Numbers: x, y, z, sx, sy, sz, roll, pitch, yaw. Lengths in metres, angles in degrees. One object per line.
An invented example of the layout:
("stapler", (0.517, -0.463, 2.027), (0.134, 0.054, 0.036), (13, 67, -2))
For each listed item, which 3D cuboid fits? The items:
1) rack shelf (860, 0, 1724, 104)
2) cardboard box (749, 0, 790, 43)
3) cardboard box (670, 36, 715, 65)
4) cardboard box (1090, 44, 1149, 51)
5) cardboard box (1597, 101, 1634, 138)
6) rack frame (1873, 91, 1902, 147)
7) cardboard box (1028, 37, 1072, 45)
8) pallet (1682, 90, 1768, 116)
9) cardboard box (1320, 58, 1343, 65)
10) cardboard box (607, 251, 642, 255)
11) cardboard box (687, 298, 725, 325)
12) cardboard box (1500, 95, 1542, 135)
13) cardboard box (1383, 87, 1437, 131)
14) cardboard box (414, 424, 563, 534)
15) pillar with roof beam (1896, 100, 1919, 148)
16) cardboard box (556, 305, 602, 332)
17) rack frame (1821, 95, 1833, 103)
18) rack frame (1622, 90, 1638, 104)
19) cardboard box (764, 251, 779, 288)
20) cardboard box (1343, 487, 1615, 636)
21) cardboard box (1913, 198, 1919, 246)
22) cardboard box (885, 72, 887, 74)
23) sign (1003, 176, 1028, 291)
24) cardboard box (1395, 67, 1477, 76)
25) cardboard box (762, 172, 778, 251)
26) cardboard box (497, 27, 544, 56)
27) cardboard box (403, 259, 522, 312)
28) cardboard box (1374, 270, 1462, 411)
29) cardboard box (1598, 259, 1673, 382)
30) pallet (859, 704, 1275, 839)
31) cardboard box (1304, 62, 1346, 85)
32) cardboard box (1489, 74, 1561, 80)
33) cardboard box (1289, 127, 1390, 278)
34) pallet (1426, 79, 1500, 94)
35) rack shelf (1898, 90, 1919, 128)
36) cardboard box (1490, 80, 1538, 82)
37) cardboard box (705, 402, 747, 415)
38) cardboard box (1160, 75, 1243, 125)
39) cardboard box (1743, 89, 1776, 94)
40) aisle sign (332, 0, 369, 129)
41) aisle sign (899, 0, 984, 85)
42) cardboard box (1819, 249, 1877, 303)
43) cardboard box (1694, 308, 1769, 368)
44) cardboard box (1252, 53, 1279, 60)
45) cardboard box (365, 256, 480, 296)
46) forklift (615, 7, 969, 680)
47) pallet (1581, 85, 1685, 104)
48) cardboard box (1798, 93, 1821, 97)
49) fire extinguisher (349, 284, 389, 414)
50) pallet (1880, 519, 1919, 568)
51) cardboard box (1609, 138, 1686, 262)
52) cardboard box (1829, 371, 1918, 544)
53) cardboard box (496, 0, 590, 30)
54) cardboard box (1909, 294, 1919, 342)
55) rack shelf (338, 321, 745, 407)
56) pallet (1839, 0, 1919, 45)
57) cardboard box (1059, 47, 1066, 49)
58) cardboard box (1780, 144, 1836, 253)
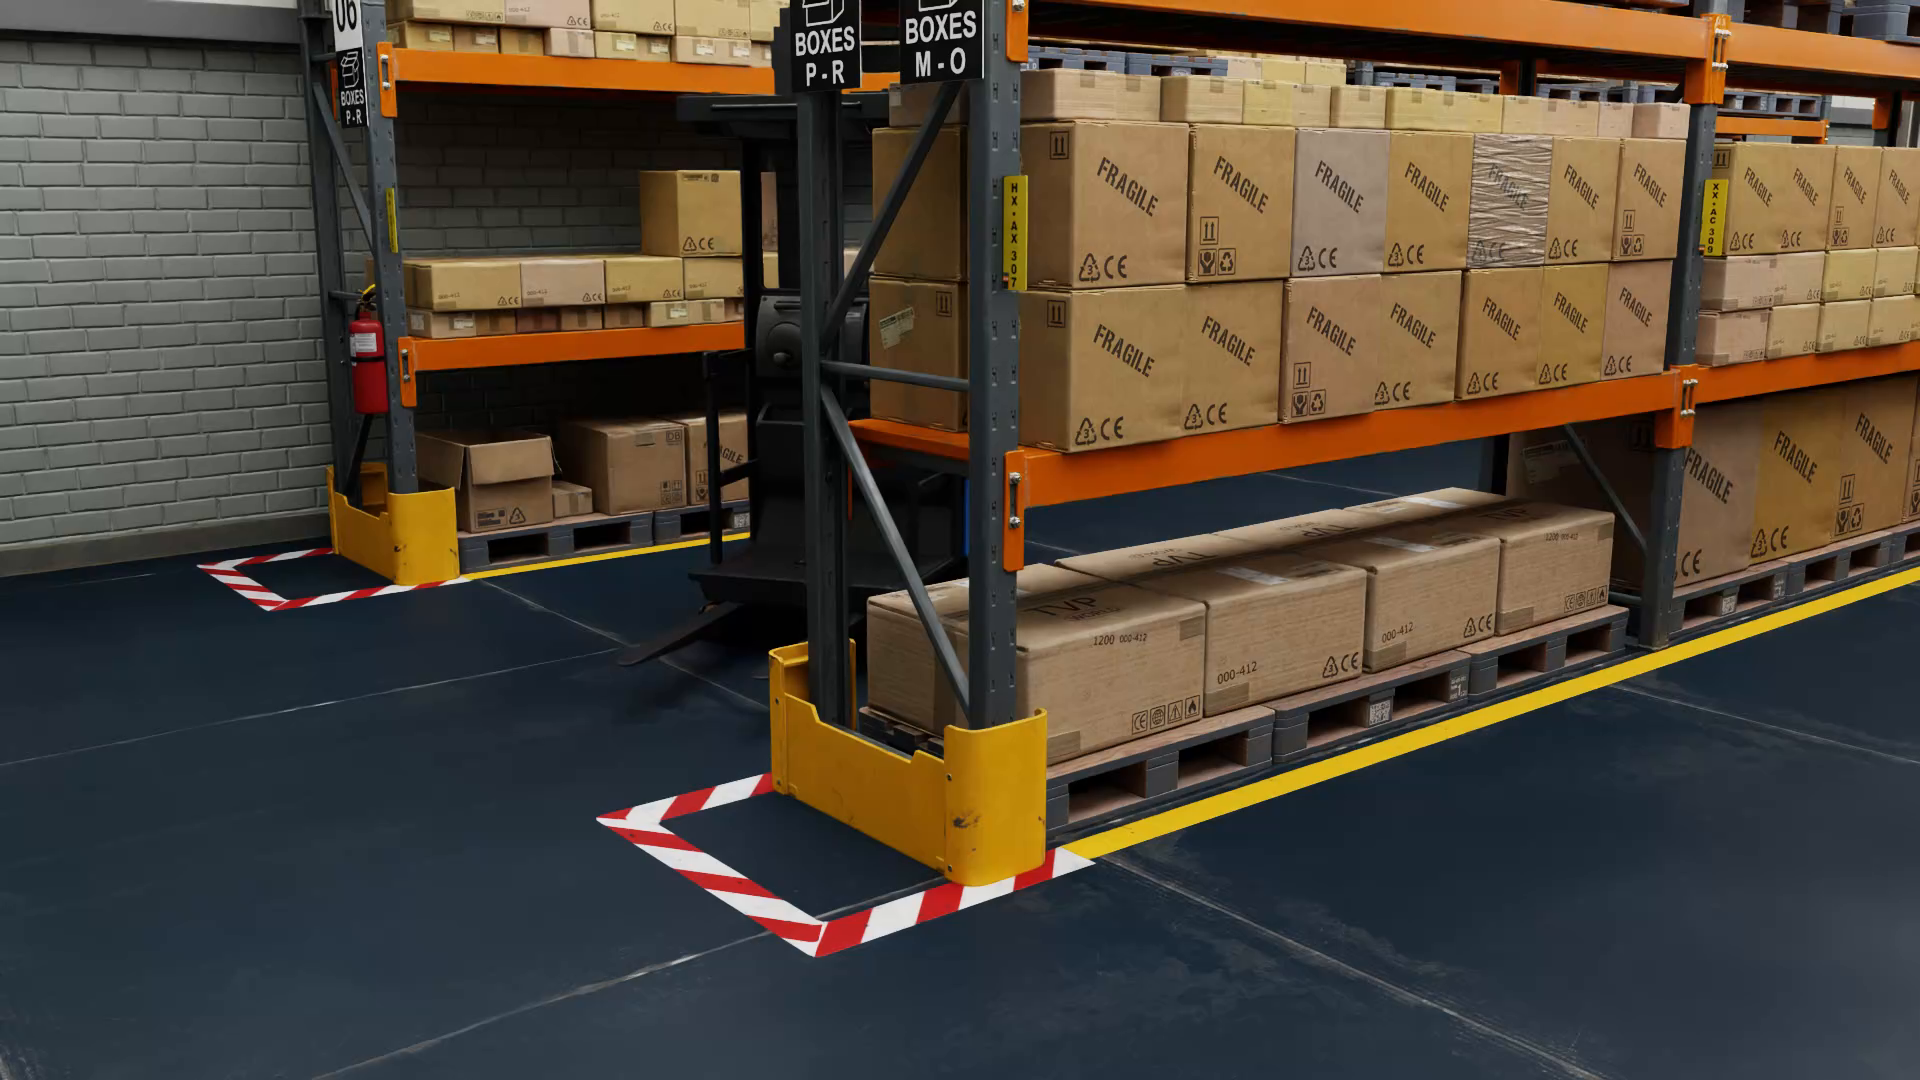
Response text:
("rack shelf", (1.380, -1.891, 6.322), (4.000, 0.370, 1.077), (-9, 15, -38))
("cardboard box", (-1.189, -3.142, 10.127), (0.500, 0.250, 0.500), (-9, 15, -36))
("cardboard box", (-1.634, -2.852, 9.720), (0.250, 0.149, 0.380), (-9, 15, -38))
("cardboard box", (1.115, -3.545, 11.735), (0.250, 0.149, 0.380), (-10, 15, -38))
("cardboard box", (2.626, -1.782, 7.089), (0.250, 0.149, 0.380), (-9, 15, -36))
("rack frame", (6.065, -1.554, 10.225), (0.127, 3.000, 1.000), (-9, 15, -38))
("cardboard box", (0.543, -3.440, 11.241), (0.250, 0.149, 0.380), (-9, 15, -37))
("pallet", (7.686, -4.574, 17.438), (1.213, 0.211, 1.003), (-9, 15, -38))
("cardboard box", (2.834, -3.862, 13.276), (0.250, 0.149, 0.380), (-9, 15, -37))
("cardboard box", (-1.891, -1.693, 10.526), (0.500, 0.250, 0.500), (-9, 15, -38))
("cardboard box", (-1.628, -1.392, 10.069), (0.250, 0.149, 0.380), (-9, 15, -36))
("cardboard box", (2.066, -1.677, 6.596), (0.250, 0.149, 0.380), (-10, 15, -38))
("cardboard box", (1.505, -1.567, 6.076), (0.250, 0.149, 0.380), (-10, 16, -39))
("cardboard box", (-2.749, -0.369, 9.642), (0.637, 0.503, 0.797), (-10, 16, -40))
("pillar with roof beam", (15.476, -6.467, 18.921), (0.400, 9.000, 9.100), (-9, 15, -38))
("cardboard box", (-2.269, -1.299, 9.628), (0.250, 0.149, 0.380), (-9, 15, -36))
("rack frame", (9.208, -6.331, 18.280), (0.127, 3.000, 1.000), (-9, 15, -38))
("rack frame", (6.084, -2.877, 16.458), (0.127, 3.000, 1.000), (-9, 15, -38))
("cardboard box", (-1.187, -1.676, 10.445), (0.500, 0.250, 0.500), (-10, 15, -38))
("cardboard box", (2.384, 0.077, 7.701), (0.875, 0.438, 0.875), (-10, 15, -38))
("cardboard box", (5.037, -1.851, 8.977), (0.500, 0.500, 0.500), (-9, 15, -38))
("cardboard box", (-0.667, -3.025, 10.534), (0.250, 0.149, 0.380), (-9, 15, -36))
("sign", (0.160, -0.887, 4.811), (0.005, 0.325, 0.100), (-9, 15, -38))
("cardboard box", (4.010, -4.265, 14.279), (0.500, 0.500, 0.700), (-10, 15, -39))
("cardboard box", (-1.492, -2.128, 10.770), (0.500, 0.500, 0.500), (-10, 16, -39))
("cardboard box", (-2.492, -2.737, 9.181), (0.250, 0.149, 0.380), (-9, 15, -37))
("cardboard box", (-2.763, -1.408, 9.182), (0.500, 0.250, 0.500), (-9, 15, -37))
("cardboard box", (1.539, -0.781, 6.346), (0.500, 0.500, 0.500), (-9, 15, -36))
("cardboard box", (2.739, -0.982, 7.292), (0.500, 0.500, 0.500), (-9, 15, -37))
("pallet", (0.393, 0.732, 6.174), (1.213, 0.211, 1.003), (-9, 15, -38))
("cardboard box", (2.712, -3.646, 13.219), (0.500, 0.250, 0.500), (-10, 16, -40))
("cardboard box", (5.072, -4.322, 15.005), (0.500, 0.311, 0.500), (-10, 16, -40))
("cardboard box", (1.167, -1.206, 5.939), (0.500, 0.500, 0.500), (-10, 15, -38))
("pallet", (4.306, -3.982, 14.891), (1.213, 0.211, 1.003), (-9, 15, -35))
("rack shelf", (7.626, -2.929, 11.210), (4.000, 0.370, 1.077), (-9, 15, -38))
("cardboard box", (5.178, -4.346, 15.505), (0.250, 0.149, 0.380), (-9, 15, -38))
("cardboard box", (-1.247, -0.606, 10.770), (0.500, 0.500, 0.700), (-10, 16, -40))
("cardboard box", (0.703, -1.433, 5.446), (0.250, 0.149, 0.380), (-9, 15, -36))
("cardboard box", (8.152, -4.953, 17.521), (0.500, 0.500, 0.700), (-9, 15, -37))
("aisle sign", (-3.156, -2.536, 8.589), (0.004, 0.787, 0.394), (-9, 15, -38))
("aisle sign", (-0.057, -1.731, 4.801), (0.004, 0.787, 0.394), (-9, 15, -38))
("cardboard box", (4.261, -1.351, 8.426), (0.500, 0.250, 0.500), (-9, 15, -37))
("cardboard box", (3.450, -0.976, 7.863), (0.500, 0.250, 0.500), (-10, 15, -39))
("cardboard box", (2.232, -3.763, 12.806), (0.250, 0.149, 0.380), (-9, 15, -38))
("cardboard box", (-3.093, -1.495, 9.594), (0.500, 0.250, 0.500), (-9, 15, -36))
("forklift", (-0.601, -0.993, 7.750), (1.130, 2.935, 3.031), (4, 13, 18))
("pallet", (6.734, -4.416, 16.697), (1.213, 0.211, 1.003), (-9, 15, -38))
("cardboard box", (9.014, -5.070, 18.070), (0.500, 0.500, 0.500), (-9, 15, -36))
("fire extinguisher", (-3.112, -1.006, 8.729), (0.183, 0.674, 0.296), (-9, 15, -38))
("pallet", (5.402, -0.100, 10.090), (1.213, 0.211, 1.003), (-9, 15, -38))
("cardboard box", (2.745, -1.467, 7.167), (0.500, 0.500, 0.500), (-10, 15, -38))
("cardboard box", (4.774, -0.529, 9.501), (0.875, 0.875, 0.875), (-9, 15, -37))
("cardboard box", (-2.385, -2.942, 9.187), (0.500, 0.250, 0.500), (-9, 15, -37))
("cardboard box", (5.040, -1.241, 9.114), (0.500, 0.250, 0.500), (-10, 15, -38))
("rack shelf", (-1.724, -1.228, 10.422), (4.000, 0.370, 1.077), (-9, 15, -38))
("pallet", (4.724, -2.691, 8.813), (1.213, 0.211, 1.003), (-9, 15, -35))
("cardboard box", (0.577, -3.605, 12.014), (0.250, 0.149, 0.380), (-10, 16, -39))
("cardboard box", (3.844, -1.654, 8.048), (0.500, 0.500, 0.500), (-10, 15, -38))
